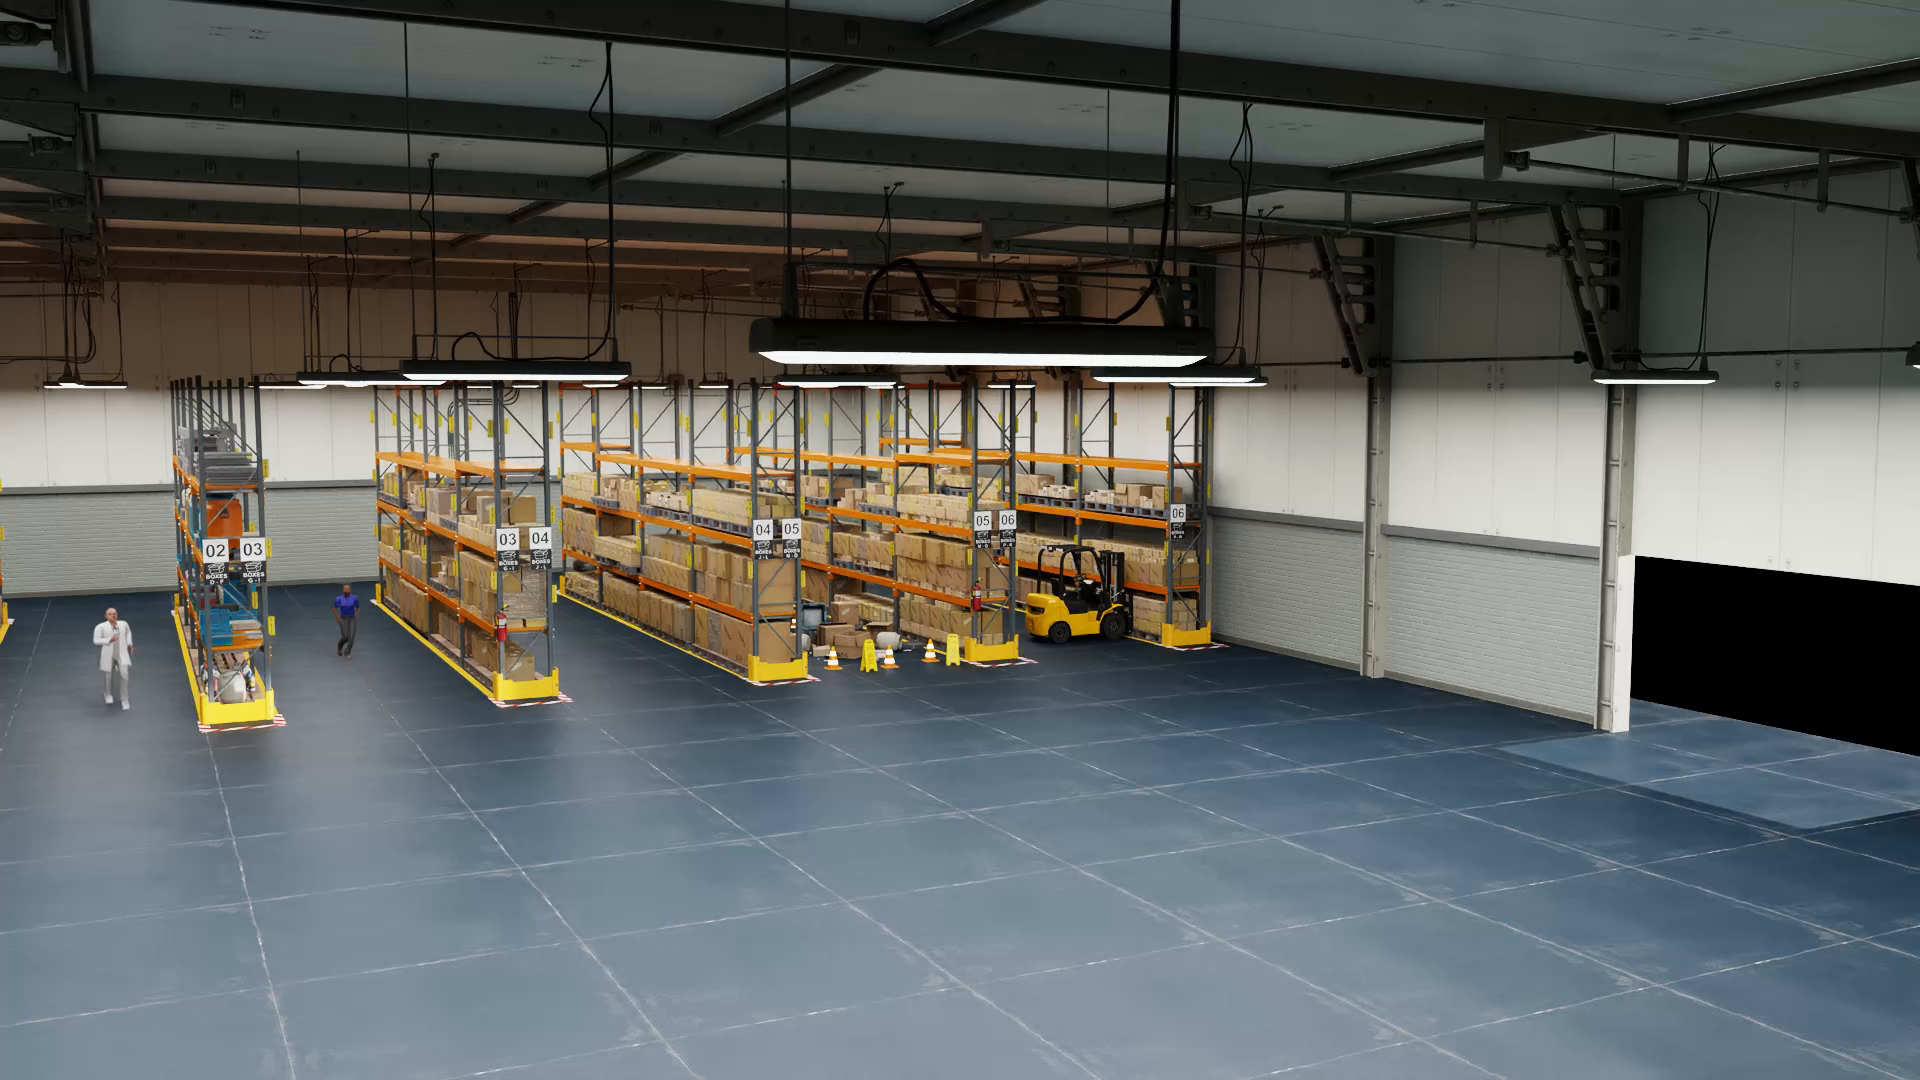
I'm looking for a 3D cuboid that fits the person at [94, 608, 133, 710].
[{"bbox_3d":[-15.362,2.149,30.193,0.677,1.846,0.866,-4,6,-38],"label":"person"}]

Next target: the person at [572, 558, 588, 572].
[{"bbox_3d":[-11.062,0.579,48.548,0.923,1.679,0.711,-4,7,-39],"label":"person"}]

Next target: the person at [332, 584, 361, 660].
[{"bbox_3d":[-13.109,1.754,35.643,0.566,1.623,0.571,-3,6,-33],"label":"person"}]
